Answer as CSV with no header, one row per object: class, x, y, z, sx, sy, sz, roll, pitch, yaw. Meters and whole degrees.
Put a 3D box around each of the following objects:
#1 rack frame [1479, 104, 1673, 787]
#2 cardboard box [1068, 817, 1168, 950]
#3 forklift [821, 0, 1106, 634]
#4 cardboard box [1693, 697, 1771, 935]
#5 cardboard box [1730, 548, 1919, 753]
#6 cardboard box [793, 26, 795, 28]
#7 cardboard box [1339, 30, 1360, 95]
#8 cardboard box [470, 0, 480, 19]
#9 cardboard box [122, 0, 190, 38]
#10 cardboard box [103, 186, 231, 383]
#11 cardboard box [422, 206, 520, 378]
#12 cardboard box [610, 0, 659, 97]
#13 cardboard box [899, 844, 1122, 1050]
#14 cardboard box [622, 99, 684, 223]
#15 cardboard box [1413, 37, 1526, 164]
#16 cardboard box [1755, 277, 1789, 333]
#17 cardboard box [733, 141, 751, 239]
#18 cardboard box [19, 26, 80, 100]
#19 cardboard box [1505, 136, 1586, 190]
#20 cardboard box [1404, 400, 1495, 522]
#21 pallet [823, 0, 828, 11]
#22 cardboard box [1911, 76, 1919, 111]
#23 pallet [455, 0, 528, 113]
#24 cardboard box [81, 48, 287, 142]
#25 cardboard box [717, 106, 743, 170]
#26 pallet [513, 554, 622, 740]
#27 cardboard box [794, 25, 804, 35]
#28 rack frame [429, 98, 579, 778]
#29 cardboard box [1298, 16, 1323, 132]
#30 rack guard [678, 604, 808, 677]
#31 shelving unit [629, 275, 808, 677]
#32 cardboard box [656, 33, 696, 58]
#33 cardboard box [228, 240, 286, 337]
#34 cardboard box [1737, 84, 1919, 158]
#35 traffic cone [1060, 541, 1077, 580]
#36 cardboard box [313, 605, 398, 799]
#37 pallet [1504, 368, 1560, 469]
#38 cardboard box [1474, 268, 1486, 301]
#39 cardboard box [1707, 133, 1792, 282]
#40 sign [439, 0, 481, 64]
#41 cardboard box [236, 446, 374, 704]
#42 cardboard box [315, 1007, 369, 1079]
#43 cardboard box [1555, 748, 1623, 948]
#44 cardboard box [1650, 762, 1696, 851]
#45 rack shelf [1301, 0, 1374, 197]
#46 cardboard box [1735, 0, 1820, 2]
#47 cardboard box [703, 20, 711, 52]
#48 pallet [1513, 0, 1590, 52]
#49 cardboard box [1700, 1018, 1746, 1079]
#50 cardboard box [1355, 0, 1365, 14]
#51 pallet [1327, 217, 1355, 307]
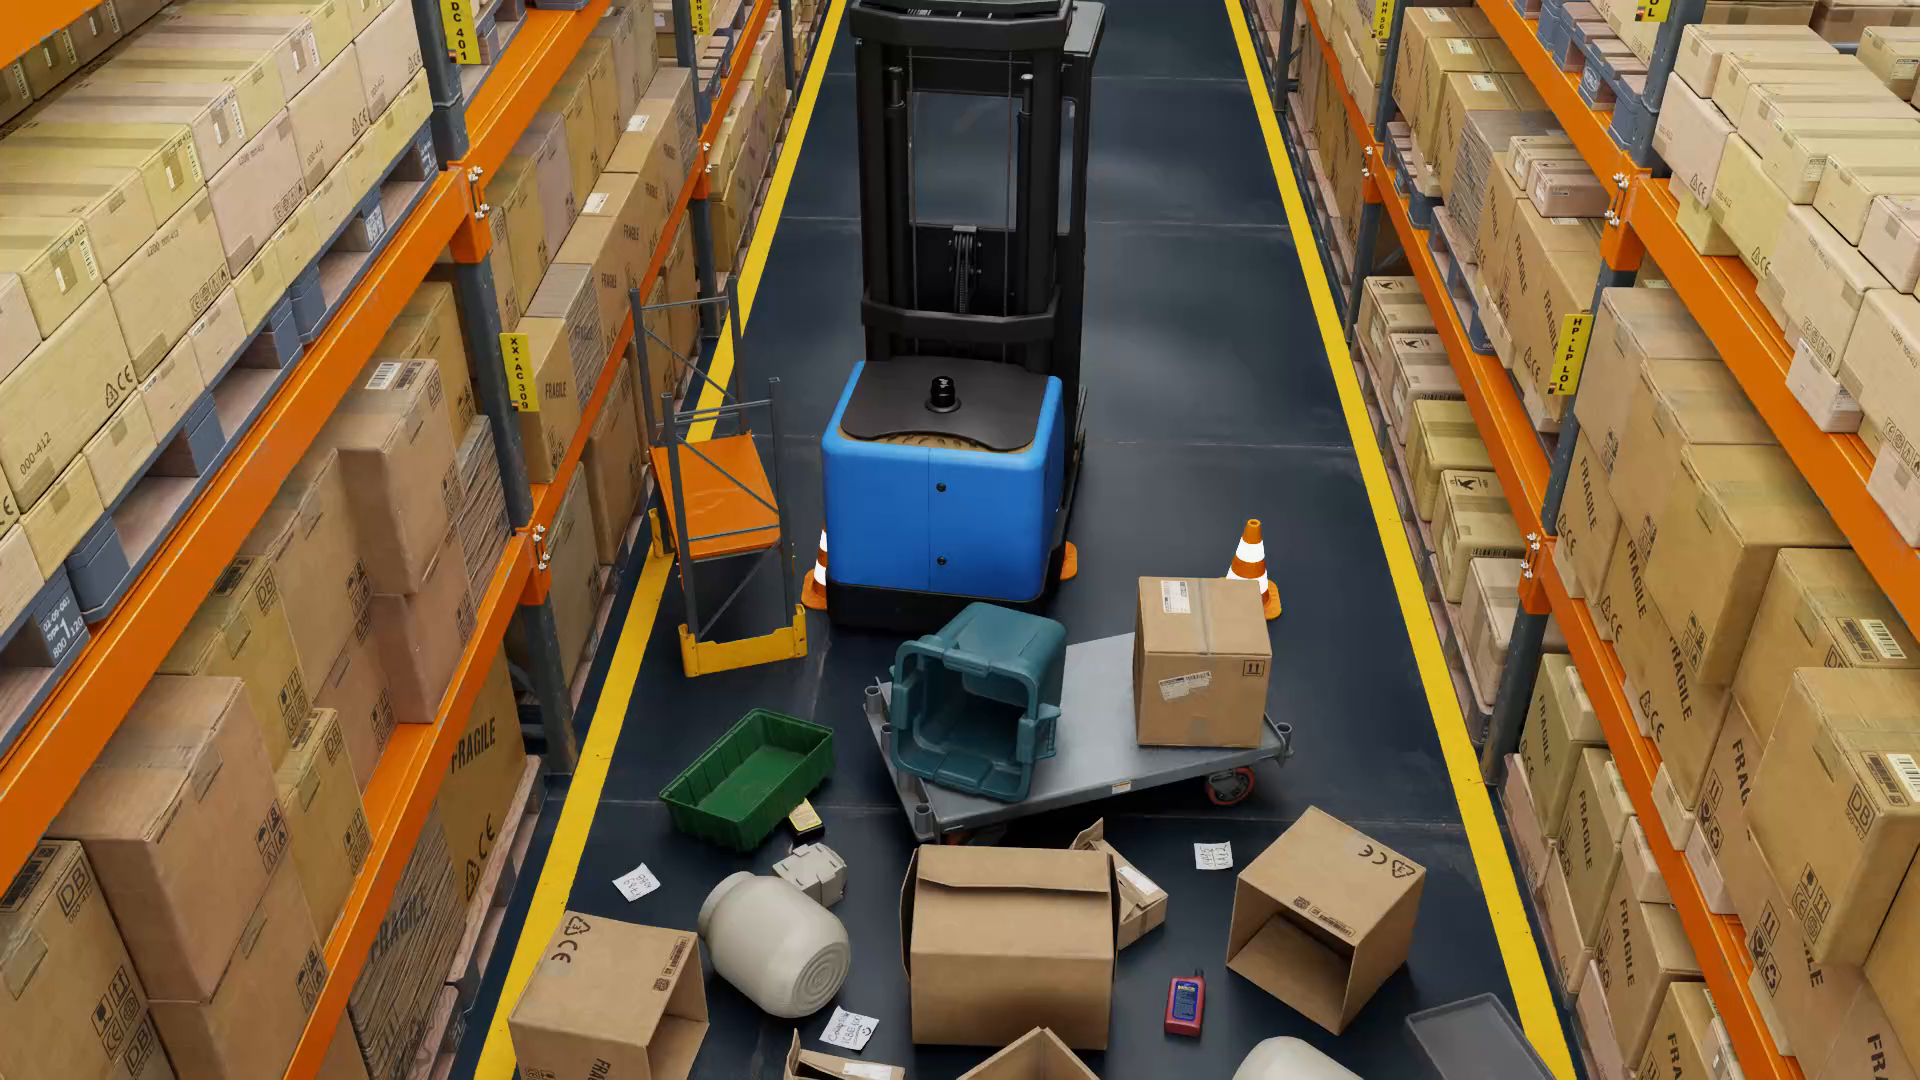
rack frame,2.768,-0.186,6.352,1.000,3.000,0.127,1,35,2
cardboard box,0.591,1.351,6.543,0.258,0.266,0.396,-24,42,-30
forklift,0.101,-1.554,8.358,1.130,2.935,3.031,5,35,8
cardboard box,2.442,0.765,4.652,0.500,0.500,0.500,2,35,2
cardboard box,2.514,0.372,4.342,0.700,0.500,0.500,1,35,2
cardboard box,-1.606,-4.314,14.081,0.380,0.149,0.250,2,35,2
cardboard box,2.695,-3.014,10.505,0.500,0.250,0.500,2,35,3
cardboard box,-1.908,-1.969,5.944,0.258,0.266,0.396,1,35,1
cardboard box,-2.481,-1.468,4.987,0.500,0.250,0.500,2,35,2
cardboard box,-2.007,-0.586,3.732,0.500,0.250,0.500,1,35,2
cardboard box,-2.168,-0.978,6.522,0.700,0.500,0.500,1,35,1
cardboard box,-2.049,-2.733,9.019,0.700,0.500,0.500,1,35,2
cardboard box,0.178,1.473,6.045,0.797,0.637,0.503,1,35,2
cardboard box,-1.792,-2.030,8.889,0.500,0.500,0.500,1,35,2
cardboard box,2.666,-2.266,8.601,0.500,0.500,0.500,3,35,4
cardboard box,2.495,-0.700,4.693,0.380,0.149,0.250,2,35,3
cardboard box,-1.721,-2.379,11.281,0.500,0.500,0.500,2,35,2
cardboard box,-2.565,-1.267,4.354,0.380,0.149,0.250,1,35,1
cardboard box,2.564,-1.611,7.104,0.380,0.149,0.250,0,35,0
cardboard box,2.839,-0.397,8.572,0.950,0.372,0.625,2,35,3
pallet,-1.771,-5.486,16.319,1.003,0.211,1.213,1,35,2
cardboard box,3.040,-1.299,4.851,0.380,0.149,0.250,0,35,1
pallet,-2.194,-1.919,6.376,0.805,0.209,1.217,0,35,0
cardboard box,-1.918,-1.106,4.125,0.380,0.149,0.250,1,35,2
cardboard box,-1.731,-2.679,11.055,0.500,0.250,0.500,1,35,1
pallet,-2.226,0.453,7.867,1.003,0.211,1.213,1,35,2
cardboard box,-1.556,-4.343,14.381,0.380,0.149,0.250,1,35,2
rack frame,-2.182,-0.243,6.432,1.000,3.000,0.127,1,35,2
cardboard box,3.145,-3.727,12.873,0.875,0.875,0.875,2,35,3
rack guard,-1.014,0.471,7.808,0.587,0.250,0.087,-10,36,-13
shelving unit,-1.156,-0.314,7.839,0.587,1.500,1.083,-10,36,-13
cardboard box,-1.801,-3.004,9.956,0.380,0.149,0.250,3,35,4
cardboard box,-1.926,-0.631,4.143,0.380,0.149,0.250,1,35,1
cardboard box,2.429,-1.162,4.657,0.380,0.149,0.250,0,35,0
traffic cone,0.432,-0.083,8.411,0.336,0.463,0.334,1,35,2
cardboard box,-2.323,0.532,5.199,0.875,0.550,0.550,1,35,2
pallet,2.944,-0.544,7.027,1.003,0.211,1.213,1,35,2
cardboard box,2.569,-1.143,7.567,0.380,0.149,0.250,1,35,2
cardboard box,2.466,-0.931,4.675,0.500,0.250,0.500,1,35,1
sign,-1.627,-1.702,5.381,0.100,0.325,0.005,1,35,2
cardboard box,-2.296,0.091,4.888,0.875,0.550,0.550,1,35,2
cardboard box,-2.348,1.856,4.928,0.875,0.875,0.875,1,35,1
cardboard box,2.465,1.101,5.895,0.500,0.500,0.500,3,35,4
cardboard box,2.374,0.825,5.132,0.380,0.149,0.250,1,35,2
rack shelf,3.009,-3.339,11.464,1.077,0.370,4.000,1,35,2
cardboard box,2.664,-2.064,5.746,0.500,0.250,0.500,2,35,3
cardboard box,-1.780,-3.171,10.453,0.380,0.149,0.250,3,35,4
pallet,2.938,-2.285,6.893,1.213,0.211,1.003,1,35,2
cardboard box,2.353,1.518,4.736,0.380,0.149,0.250,3,35,4
cardboard box,2.701,-3.532,10.157,0.500,0.500,0.500,2,35,3
pallet,3.036,-1.795,11.066,1.003,0.211,1.213,1,35,2
